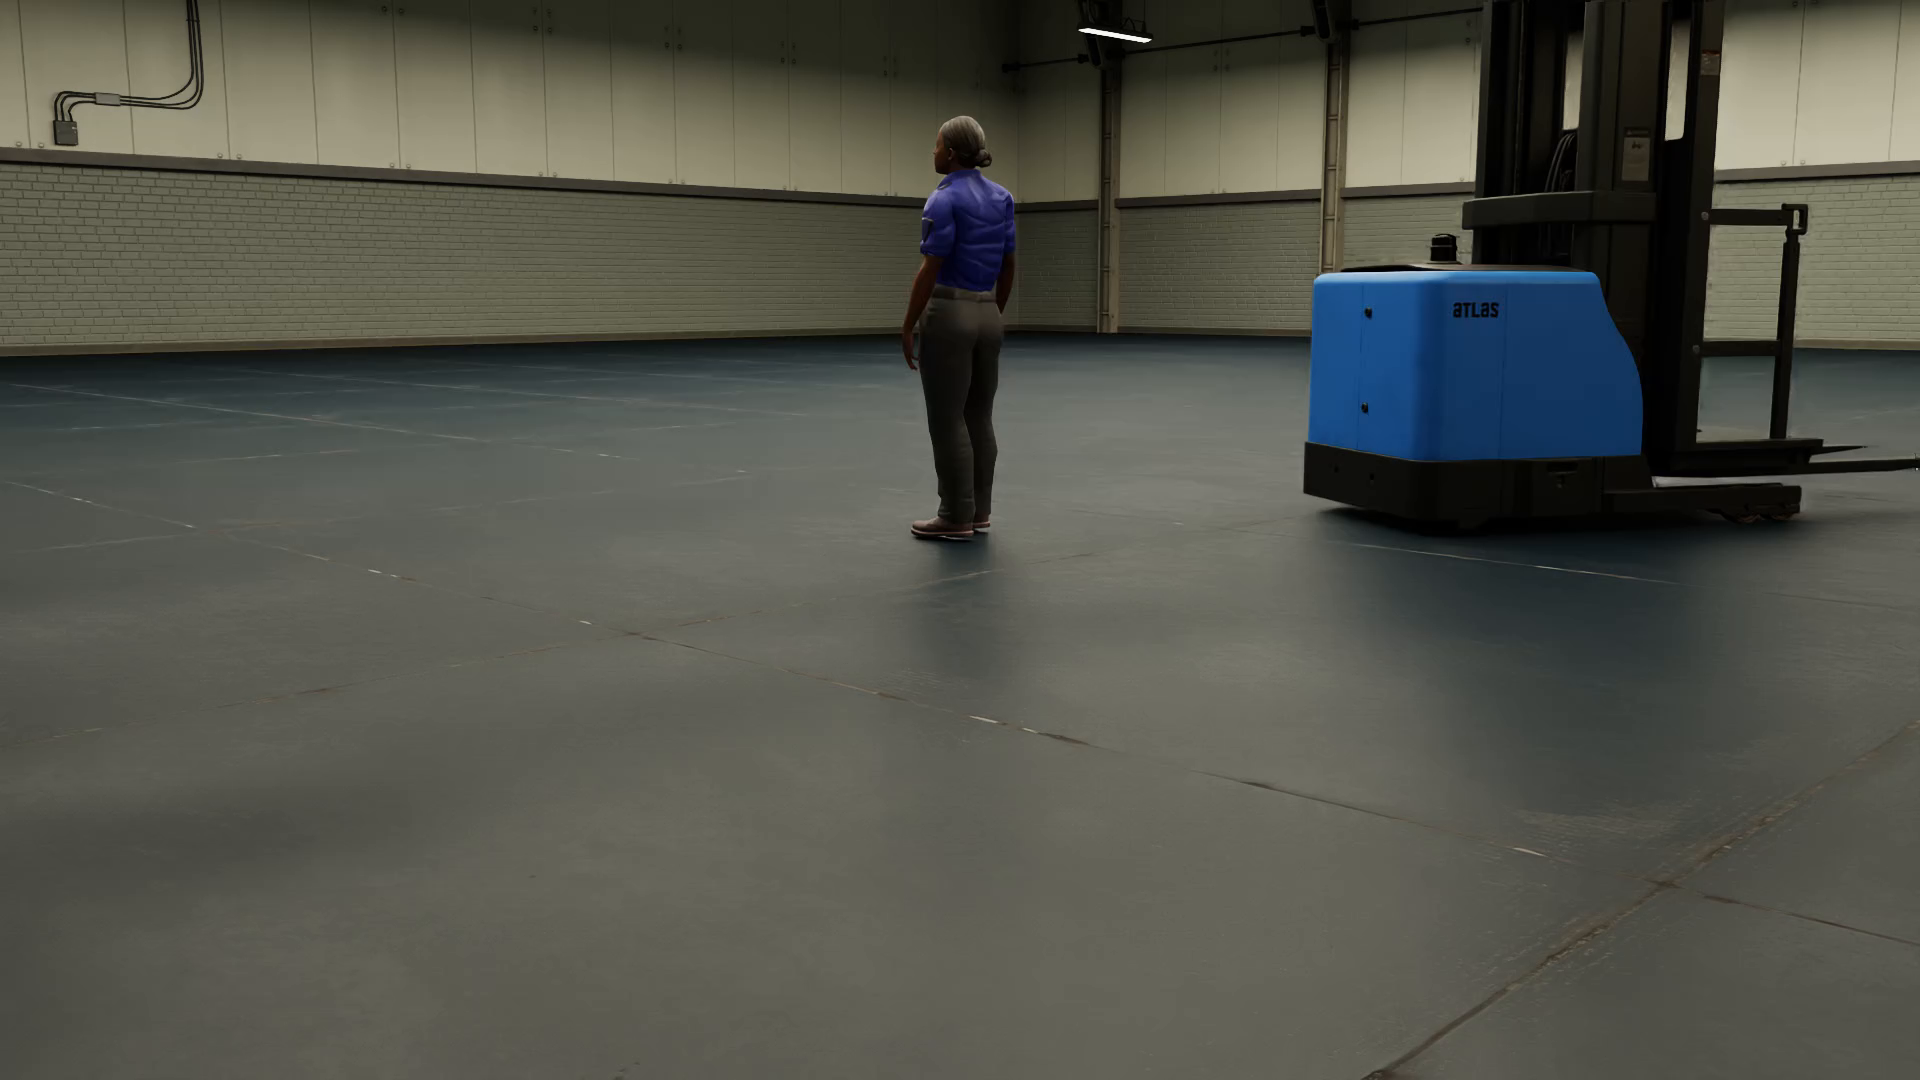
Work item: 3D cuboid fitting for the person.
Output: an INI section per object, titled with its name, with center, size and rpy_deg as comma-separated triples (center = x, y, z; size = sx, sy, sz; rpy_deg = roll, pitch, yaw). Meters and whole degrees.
[person]
center = -0.052, -0.837, 6.670
size = 0.496, 1.656, 0.570
rpy_deg = 8, 12, 43

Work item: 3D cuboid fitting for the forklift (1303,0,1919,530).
[forklift]
center = 3.158, -1.593, 7.454
size = 3.031, 2.935, 1.130
rpy_deg = -3, 9, -17
